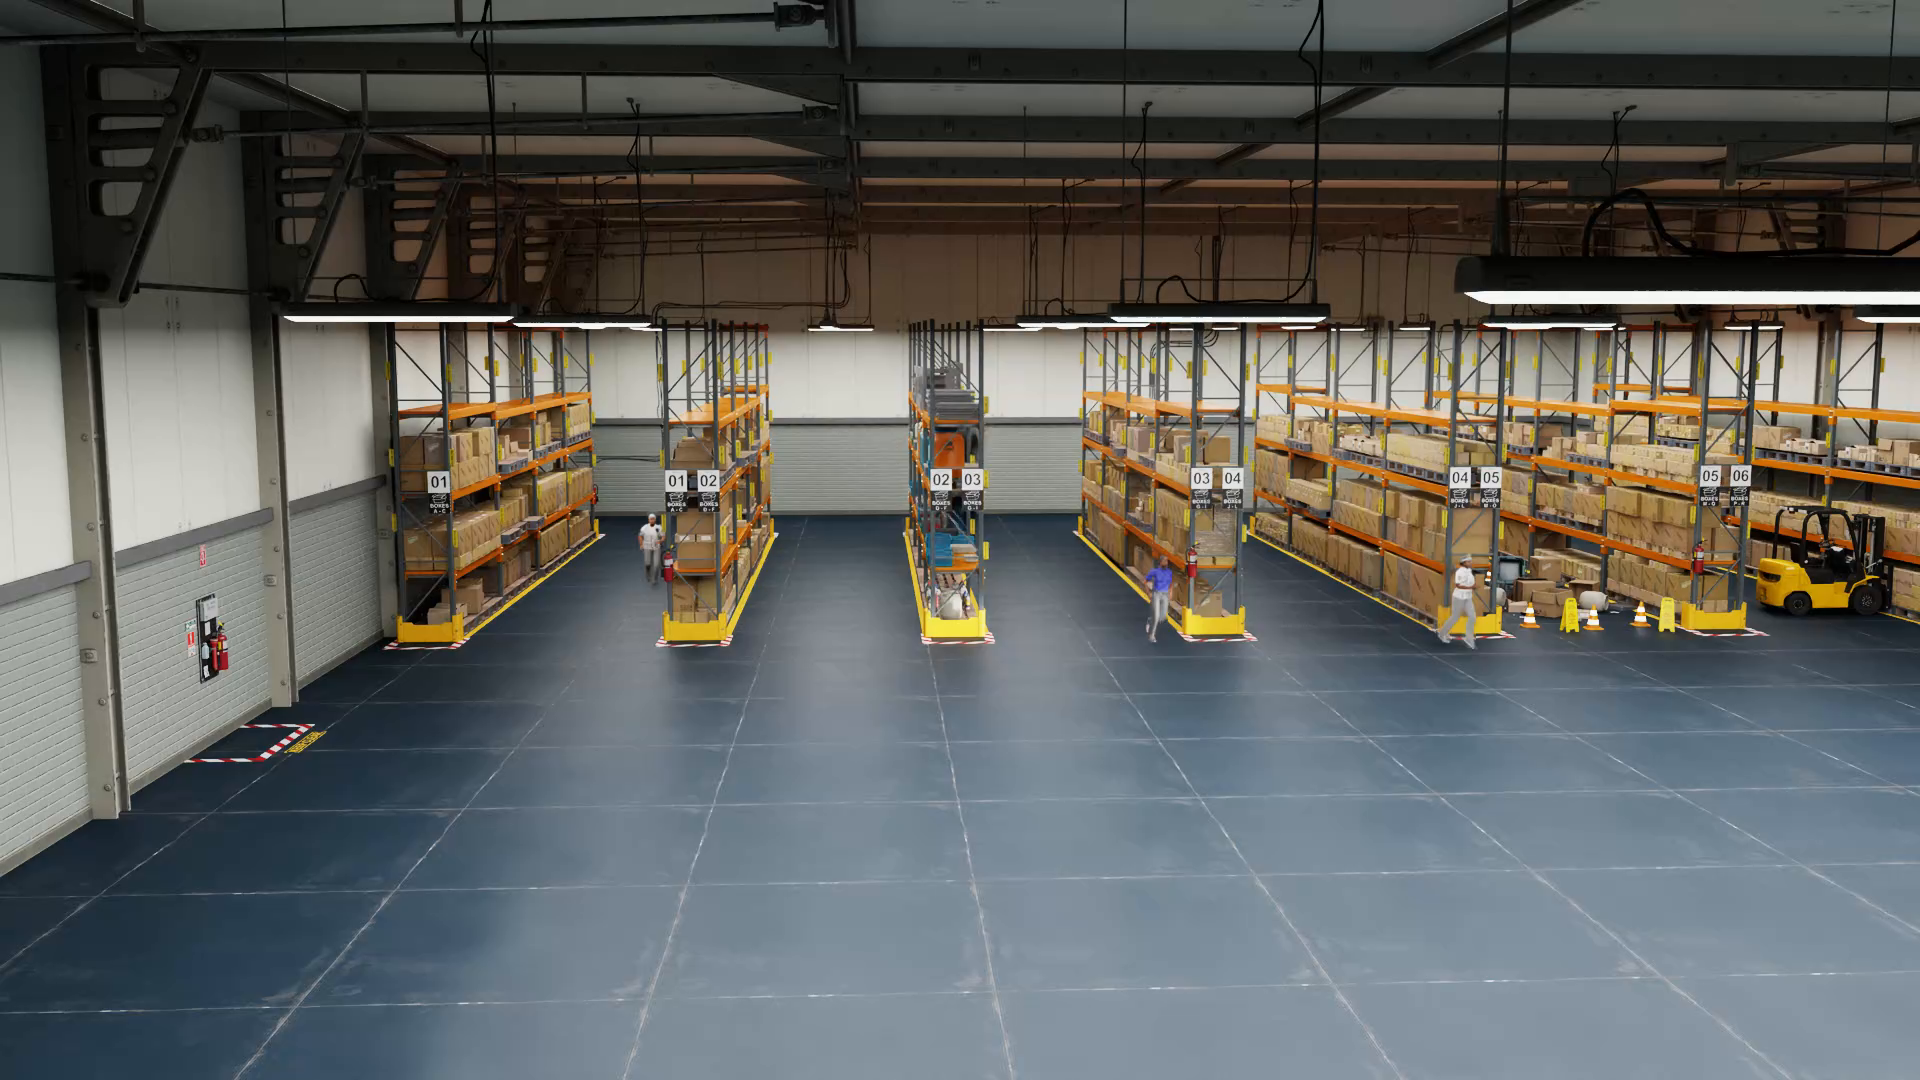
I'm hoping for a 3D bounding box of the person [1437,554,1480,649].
[{"bbox_3d":[9.230,1.114,30.638,0.581,1.763,0.777,-7,10,-44],"label":"person"}]

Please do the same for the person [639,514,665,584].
[{"bbox_3d":[-7.051,0.220,38.077,0.606,1.626,0.531,-1,7,-10],"label":"person"}]

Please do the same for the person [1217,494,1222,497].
[{"bbox_3d":[7.378,-1.010,48.242,0.780,1.532,0.744,5,8,33],"label":"person"}]

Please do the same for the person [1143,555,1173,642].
[{"bbox_3d":[3.736,1.090,31.346,0.619,1.595,0.590,-3,8,-20],"label":"person"}]
